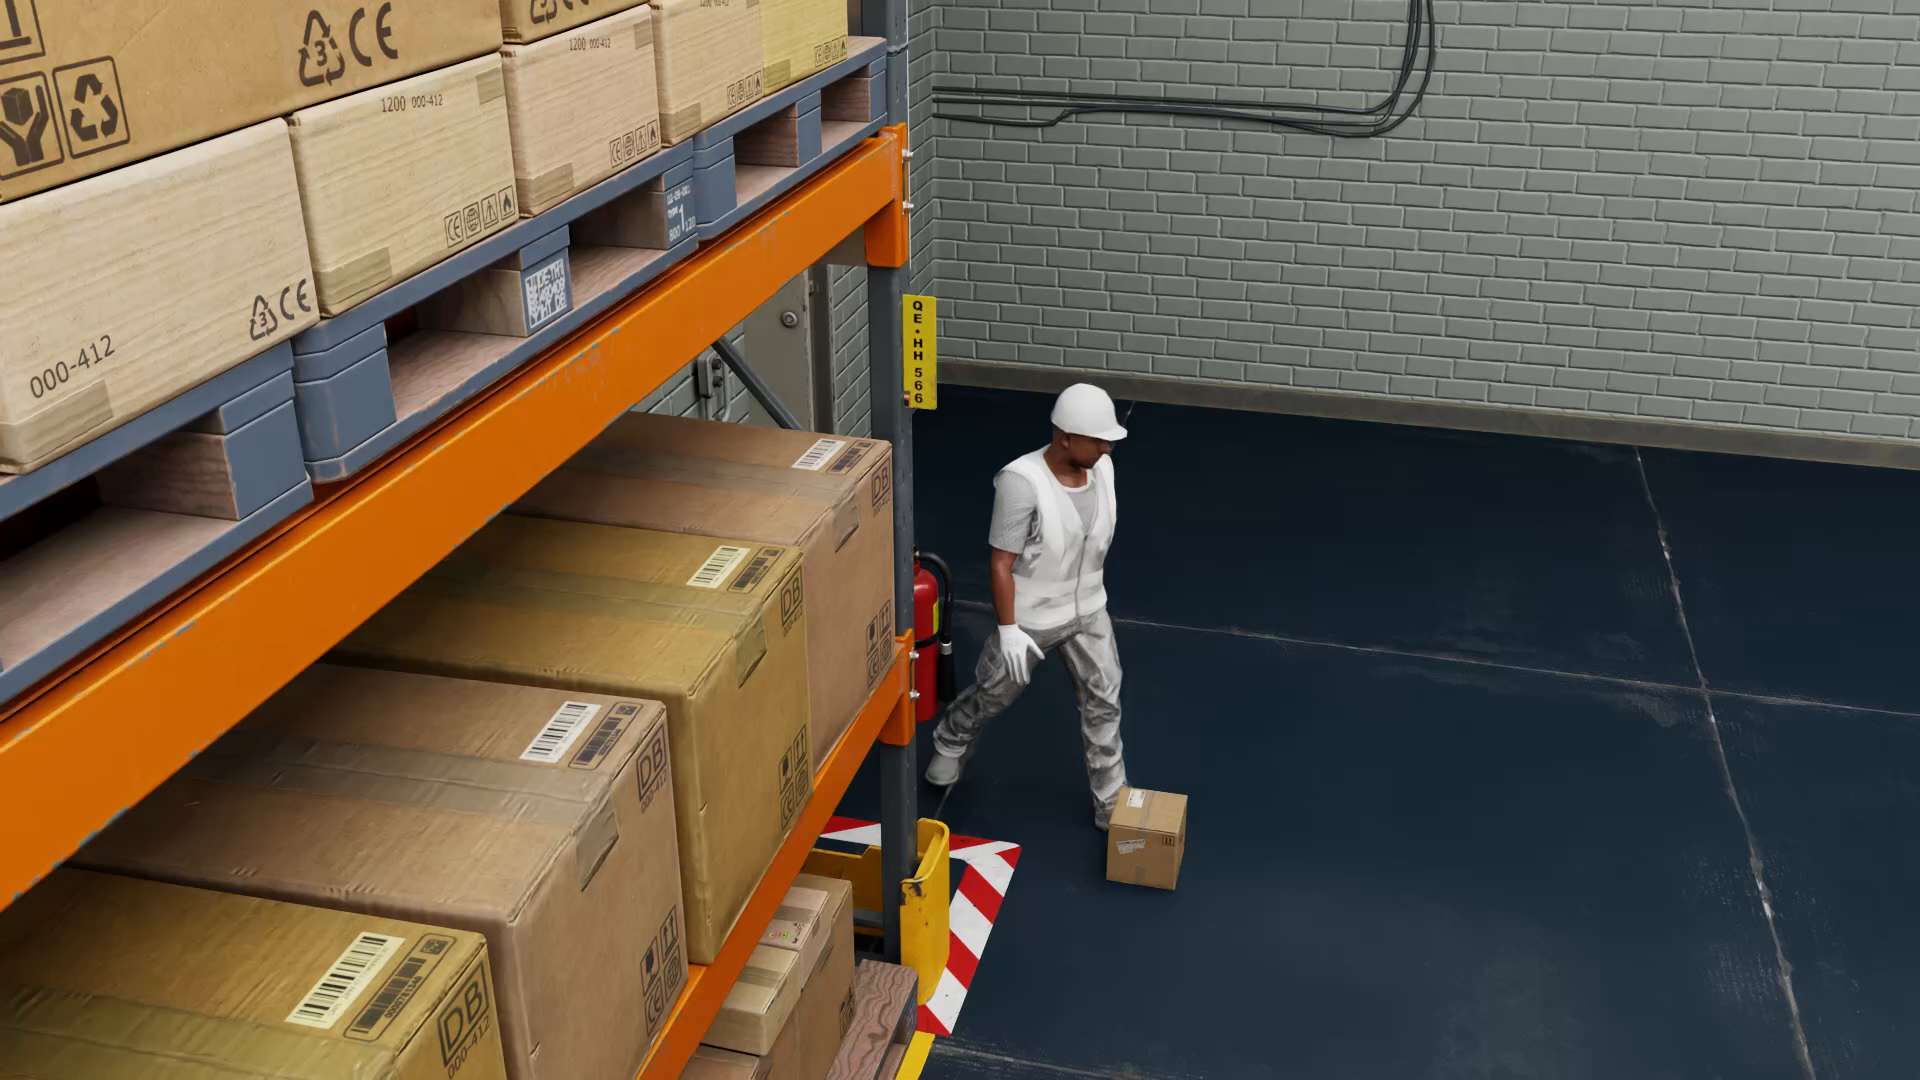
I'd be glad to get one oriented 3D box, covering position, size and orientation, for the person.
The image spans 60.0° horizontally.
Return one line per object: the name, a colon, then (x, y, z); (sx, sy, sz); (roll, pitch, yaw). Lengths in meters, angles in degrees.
person: (0.303, 0.250, 6.059); (0.622, 1.754, 0.954); (-16, 30, -31)
